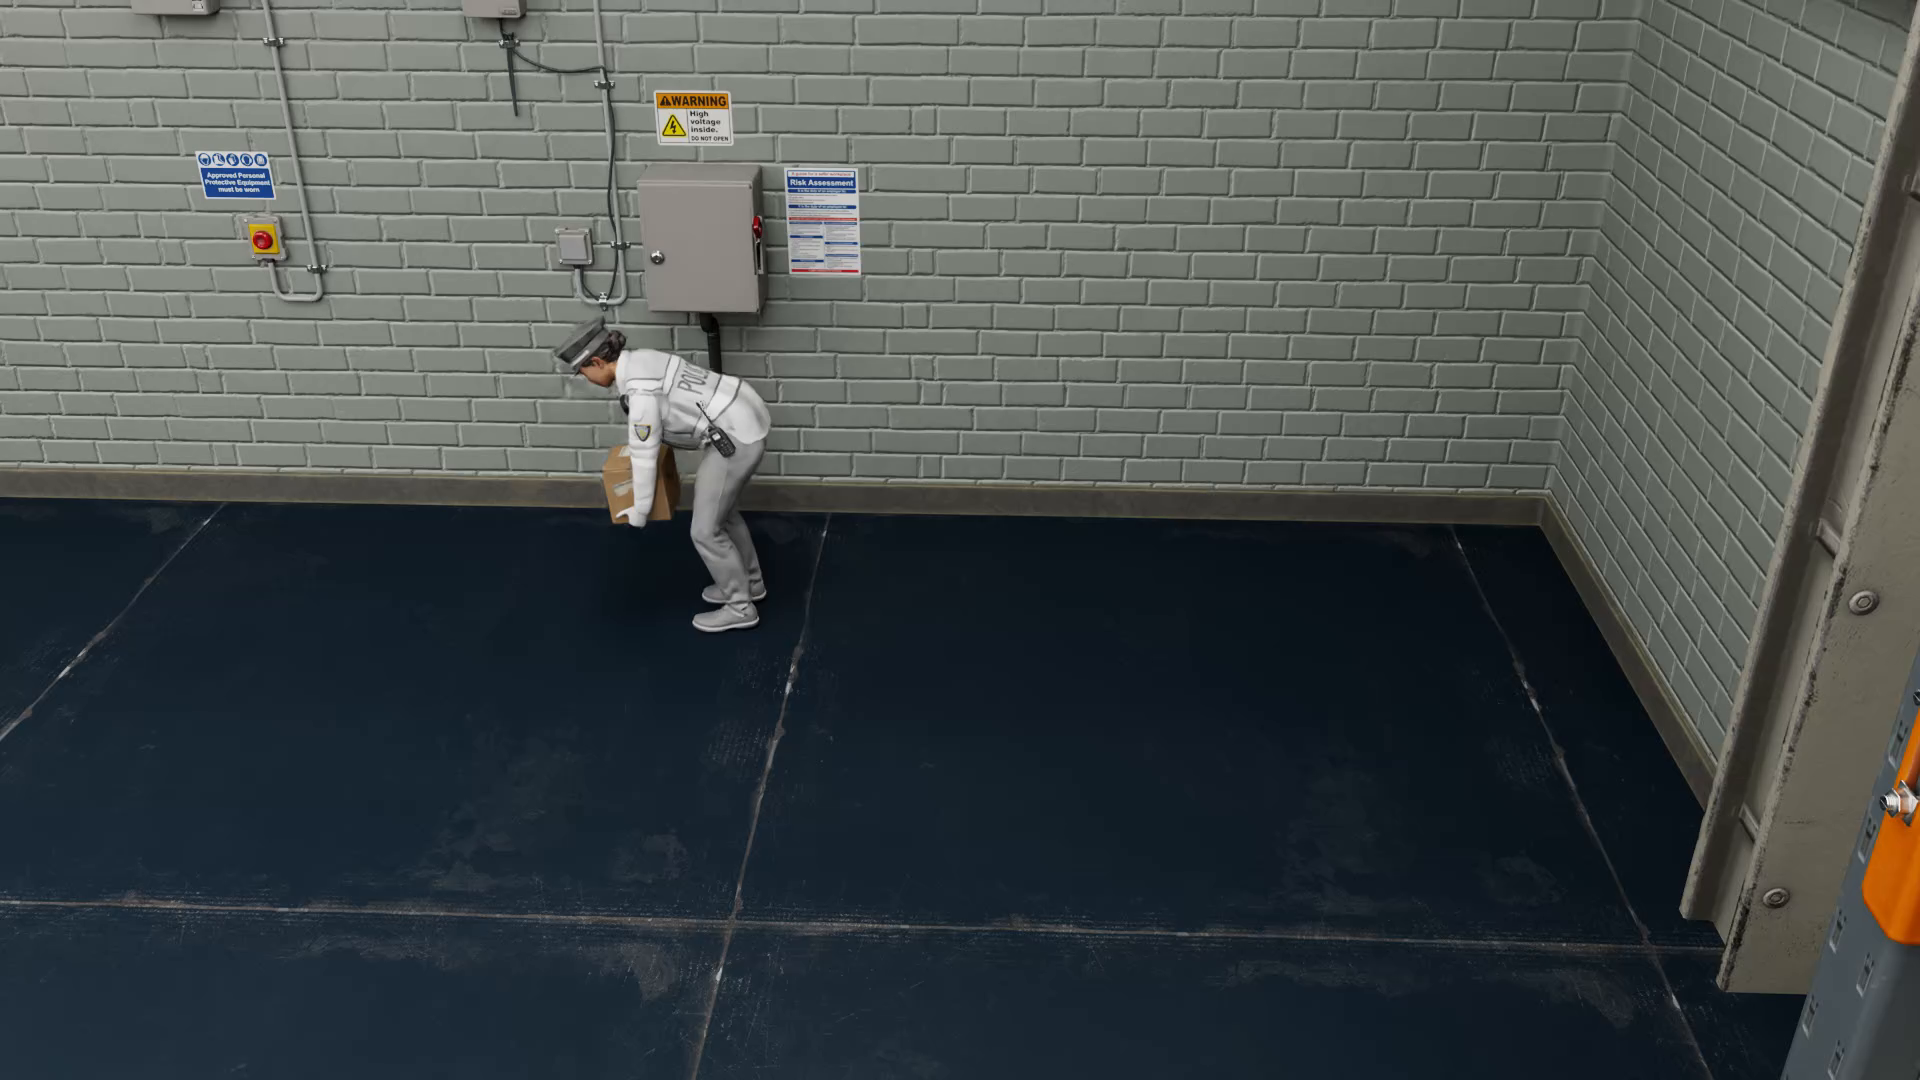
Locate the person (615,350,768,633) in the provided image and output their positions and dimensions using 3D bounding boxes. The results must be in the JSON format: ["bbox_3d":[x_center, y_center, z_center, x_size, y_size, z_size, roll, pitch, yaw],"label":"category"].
[{"bbox_3d":[-1.112,-0.221,7.004,0.641,1.228,0.397,0,28,1],"label":"person"}]
